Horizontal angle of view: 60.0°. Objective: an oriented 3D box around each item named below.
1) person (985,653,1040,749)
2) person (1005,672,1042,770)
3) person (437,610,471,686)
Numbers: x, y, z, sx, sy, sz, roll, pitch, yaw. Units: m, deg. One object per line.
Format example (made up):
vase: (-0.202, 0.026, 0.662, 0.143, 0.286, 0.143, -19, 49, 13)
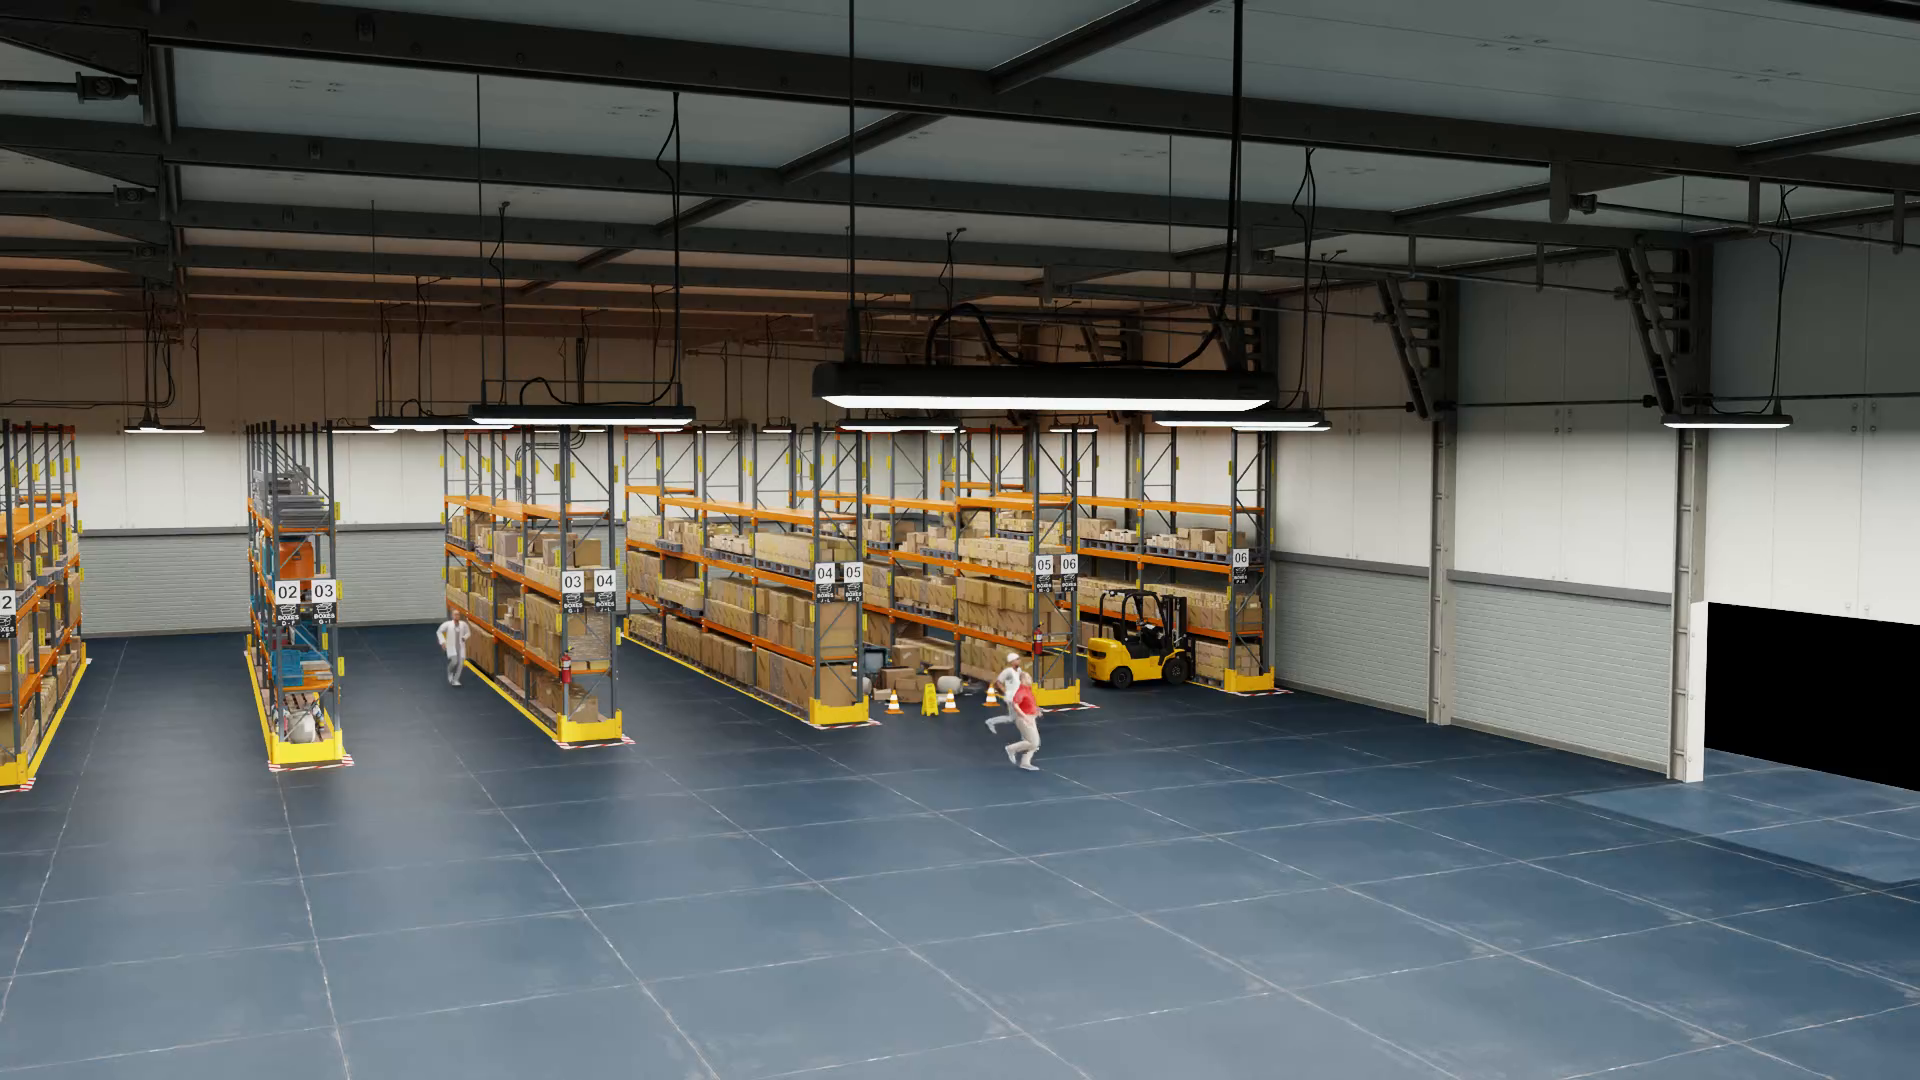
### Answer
person: (0.966, 2.950, 30.624, 1.082, 1.769, 0.657, 1, 4, 18)
person: (1.098, 3.112, 28.534, 0.603, 1.681, 0.665, 1, 4, 11)
person: (-11.509, 2.482, 37.996, 0.714, 1.726, 0.611, -2, 4, -35)
